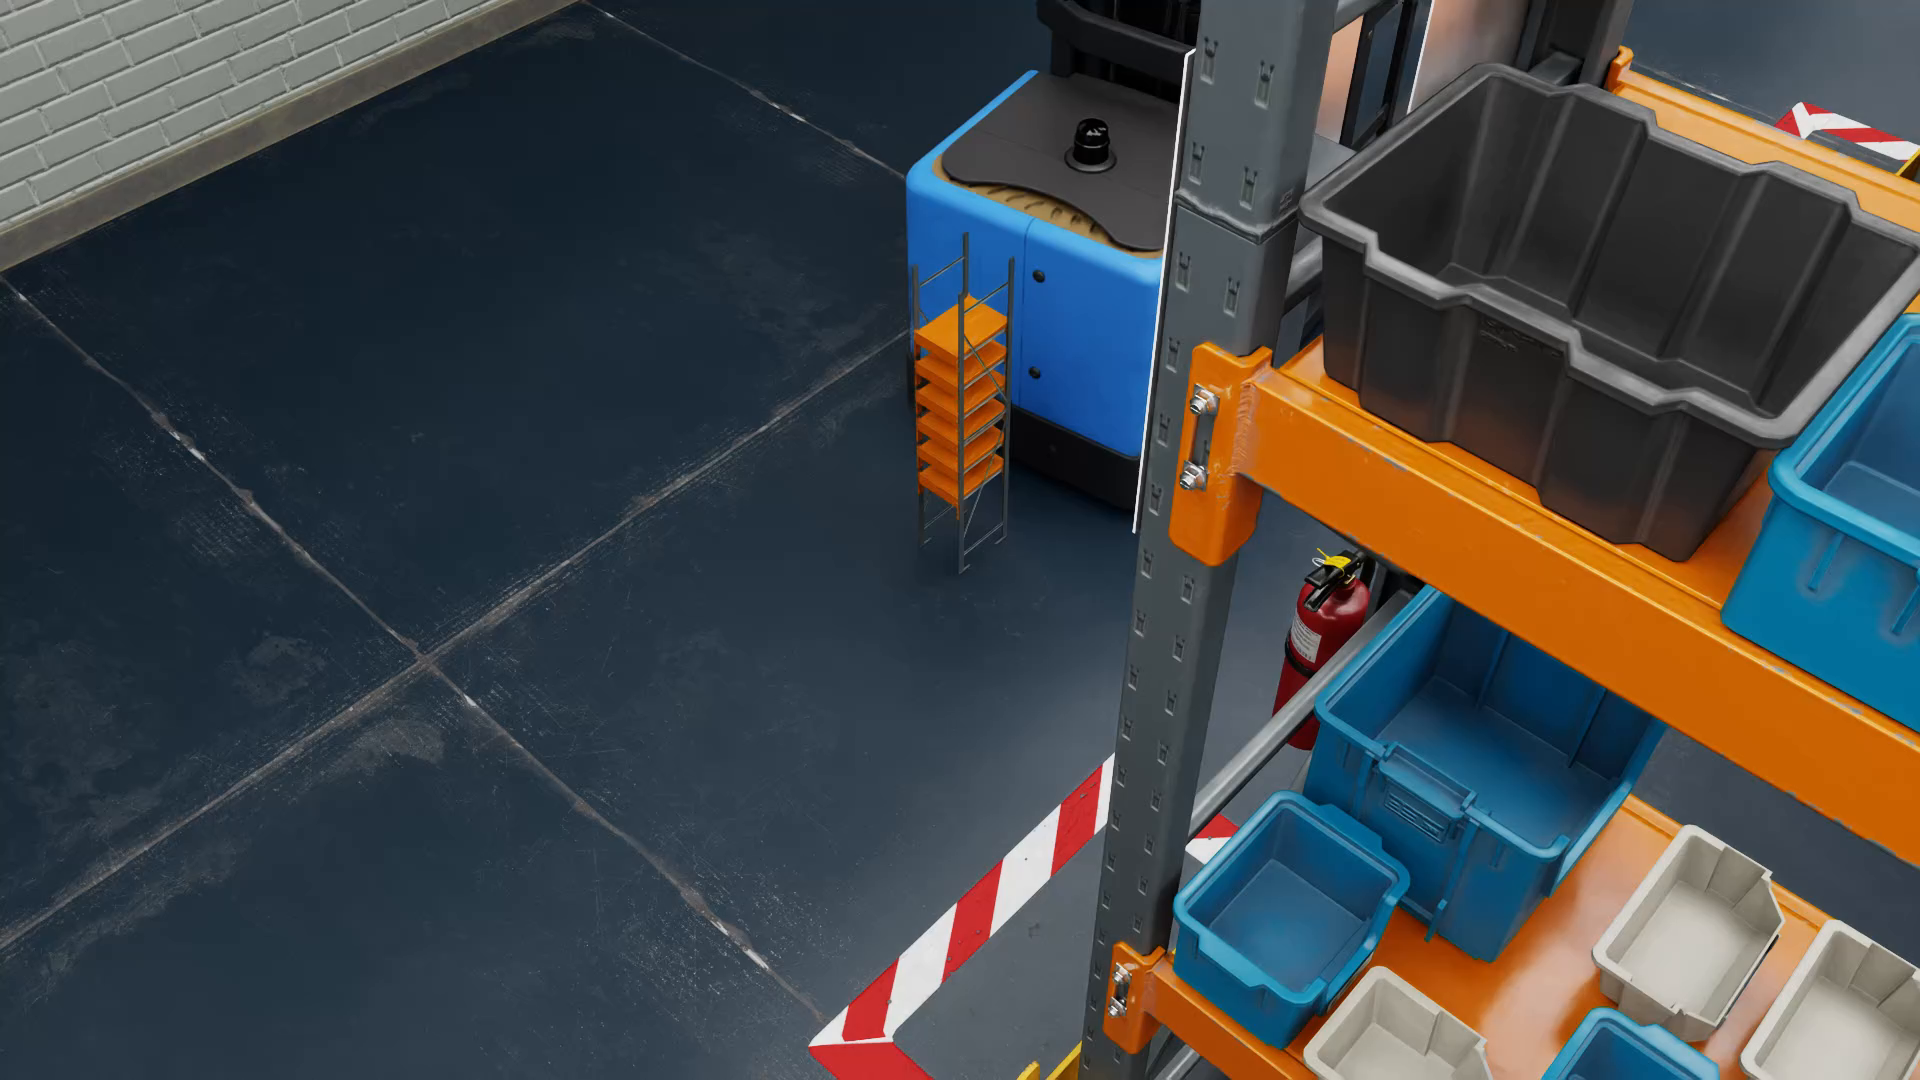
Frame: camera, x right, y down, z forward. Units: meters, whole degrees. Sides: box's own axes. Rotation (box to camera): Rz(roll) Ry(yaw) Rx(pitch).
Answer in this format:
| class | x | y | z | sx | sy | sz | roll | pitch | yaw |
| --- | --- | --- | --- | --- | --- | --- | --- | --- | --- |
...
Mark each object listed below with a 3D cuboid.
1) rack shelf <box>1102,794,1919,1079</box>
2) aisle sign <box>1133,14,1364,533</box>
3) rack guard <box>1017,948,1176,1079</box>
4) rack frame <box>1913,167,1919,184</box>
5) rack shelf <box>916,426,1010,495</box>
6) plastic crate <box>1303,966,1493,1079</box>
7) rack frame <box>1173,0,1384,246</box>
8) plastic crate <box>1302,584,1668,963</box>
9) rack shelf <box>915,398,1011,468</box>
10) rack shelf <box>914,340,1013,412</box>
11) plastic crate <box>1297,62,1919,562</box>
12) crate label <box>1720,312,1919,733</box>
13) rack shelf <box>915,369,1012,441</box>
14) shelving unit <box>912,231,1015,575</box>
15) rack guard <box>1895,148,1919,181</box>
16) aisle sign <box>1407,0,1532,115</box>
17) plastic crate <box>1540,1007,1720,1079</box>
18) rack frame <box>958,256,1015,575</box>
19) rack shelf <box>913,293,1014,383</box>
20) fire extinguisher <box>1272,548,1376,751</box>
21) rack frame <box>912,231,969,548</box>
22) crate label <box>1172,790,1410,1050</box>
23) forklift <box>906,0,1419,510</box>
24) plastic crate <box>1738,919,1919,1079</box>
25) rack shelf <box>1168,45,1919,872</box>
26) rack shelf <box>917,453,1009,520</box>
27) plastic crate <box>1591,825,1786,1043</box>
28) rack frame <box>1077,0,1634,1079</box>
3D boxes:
| class | x | y | z | sx | sy | sz | roll | pitch | yaw |
| --- | --- | --- | --- | --- | --- | --- | --- | --- | --- |
| rack shelf | 2.115 | 1.616 | 2.669 | 4.000 | 0.370 | 1.077 | 34 | 55 | 28 |
| aisle sign | 0.390 | -0.386 | 2.271 | 0.004 | 0.787 | 0.394 | 34 | 55 | 28 |
| rack guard | 0.618 | 1.231 | 4.251 | 0.348 | 0.500 | 1.175 | 34 | 55 | 28 |
| rack frame | 4.004 | -2.273 | 5.826 | 0.127 | 3.000 | 1.000 | 34 | 55 | 28 |
| rack shelf | 0.011 | -0.291 | 5.426 | 0.180 | 0.103 | 0.258 | 34 | 55 | 28 |
| plastic crate | 0.783 | 0.952 | 2.939 | 0.298 | 0.136 | 0.250 | 34 | 55 | 28 |
| rack frame | 0.645 | -1.673 | 1.148 | 0.127 | 3.000 | 1.000 | 34 | 55 | 28 |
| plastic crate | 1.018 | 0.413 | 3.239 | 0.499 | 0.435 | 0.616 | 34 | 55 | 28 |
| rack shelf | 0.011 | -0.373 | 5.338 | 0.180 | 0.103 | 0.258 | 34 | 55 | 28 |
| rack shelf | 0.011 | -0.537 | 5.163 | 0.180 | 0.103 | 0.258 | 34 | 55 | 28 |
| plastic crate | 0.739 | -0.262 | 1.970 | 0.590 | 0.269 | 0.497 | 34 | 55 | 28 |
| crate label | 1.104 | 0.034 | 1.705 | 0.502 | 0.251 | 0.408 | 34 | 55 | 28 |
| rack shelf | 0.011 | -0.455 | 5.251 | 0.180 | 0.103 | 0.258 | 34 | 55 | 28 |
| shelving unit | 0.011 | -0.404 | 5.306 | 0.189 | 1.200 | 0.258 | 34 | 55 | 28 |
| rack guard | 3.986 | -1.429 | 6.749 | 0.348 | 0.500 | 1.175 | 34 | 55 | 28 |
| aisle sign | 0.791 | -0.702 | 2.568 | 0.004 | 0.787 | 0.394 | 34 | 55 | 28 |
| plastic crate | 1.087 | 1.041 | 2.788 | 0.300 | 0.233 | 0.416 | 34 | 55 | 28 |
| rack frame | 0.078 | -0.358 | 5.263 | 0.006 | 1.200 | 0.240 | 34 | 55 | 28 |
| rack shelf | 0.011 | -0.620 | 5.076 | 0.180 | 0.103 | 0.258 | 34 | 55 | 28 |
| fire extinguisher | 0.842 | 0.217 | 3.798 | 0.183 | 0.674 | 0.296 | 34 | 55 | 28 |
| rack frame | -0.057 | -0.449 | 5.348 | 0.006 | 1.200 | 0.240 | 34 | 55 | 28 |
| crate label | 0.603 | 0.716 | 3.094 | 0.303 | 0.233 | 0.416 | 34 | 55 | 28 |
| forklift | 1.051 | -2.155 | 5.762 | 1.130 | 2.935 | 3.031 | 26 | 52 | 23 |
| plastic crate | 1.570 | 0.908 | 2.980 | 0.243 | 0.136 | 0.396 | 34 | 55 | 28 |
| rack shelf | 2.115 | 0.589 | 1.575 | 4.000 | 0.370 | 1.077 | 34 | 55 | 28 |
| rack shelf | 0.011 | -0.209 | 5.513 | 0.180 | 0.103 | 0.258 | 34 | 55 | 28 |
| plastic crate | 1.367 | 0.757 | 3.122 | 0.243 | 0.136 | 0.396 | 34 | 55 | 28 |
| rack frame | 0.645 | 0.381 | 3.335 | 0.127 | 3.000 | 1.000 | 34 | 55 | 28 |
